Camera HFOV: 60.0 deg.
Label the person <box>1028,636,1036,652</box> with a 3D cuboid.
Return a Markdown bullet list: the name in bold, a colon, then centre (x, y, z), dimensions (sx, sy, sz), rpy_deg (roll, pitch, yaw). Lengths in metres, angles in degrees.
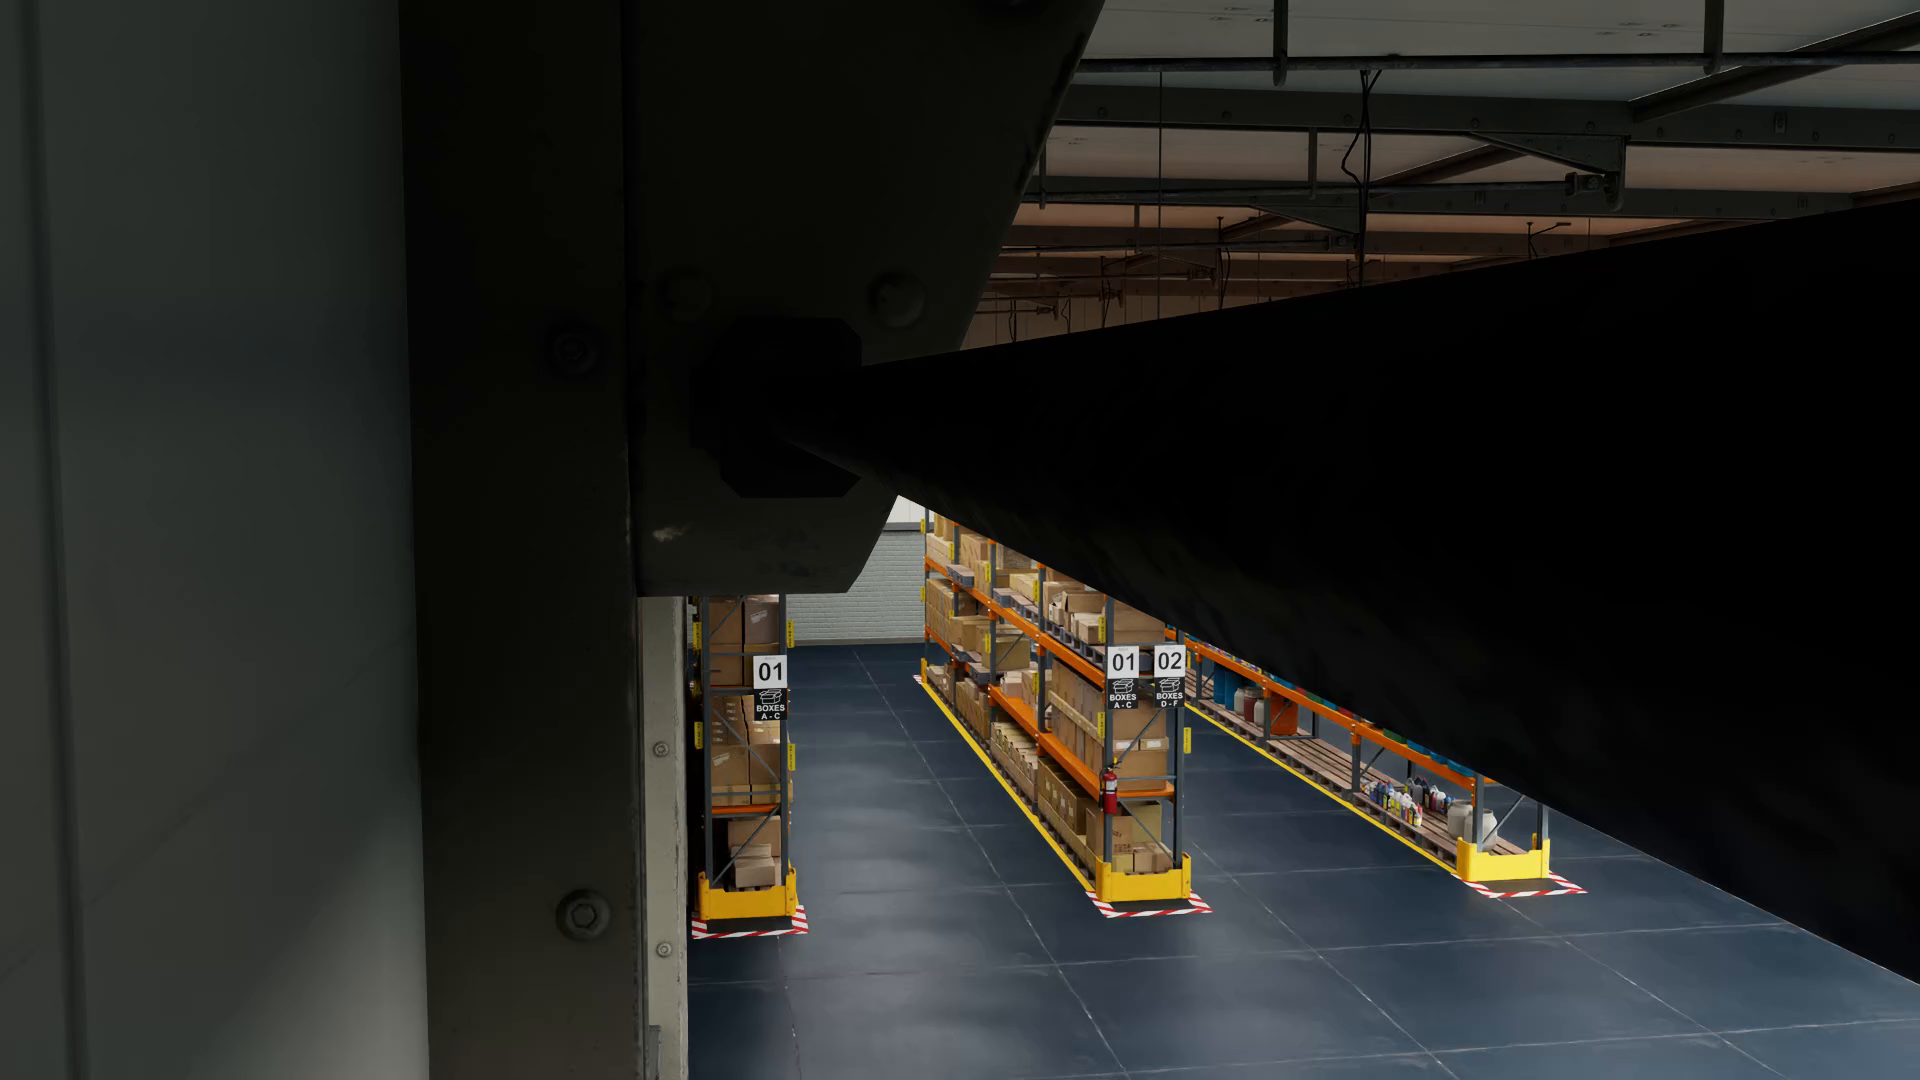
- **person**: centre (1.897, 1.891, 40.673), dimensions (0.549, 1.788, 0.544), rpy_deg (-2, 5, -17)
